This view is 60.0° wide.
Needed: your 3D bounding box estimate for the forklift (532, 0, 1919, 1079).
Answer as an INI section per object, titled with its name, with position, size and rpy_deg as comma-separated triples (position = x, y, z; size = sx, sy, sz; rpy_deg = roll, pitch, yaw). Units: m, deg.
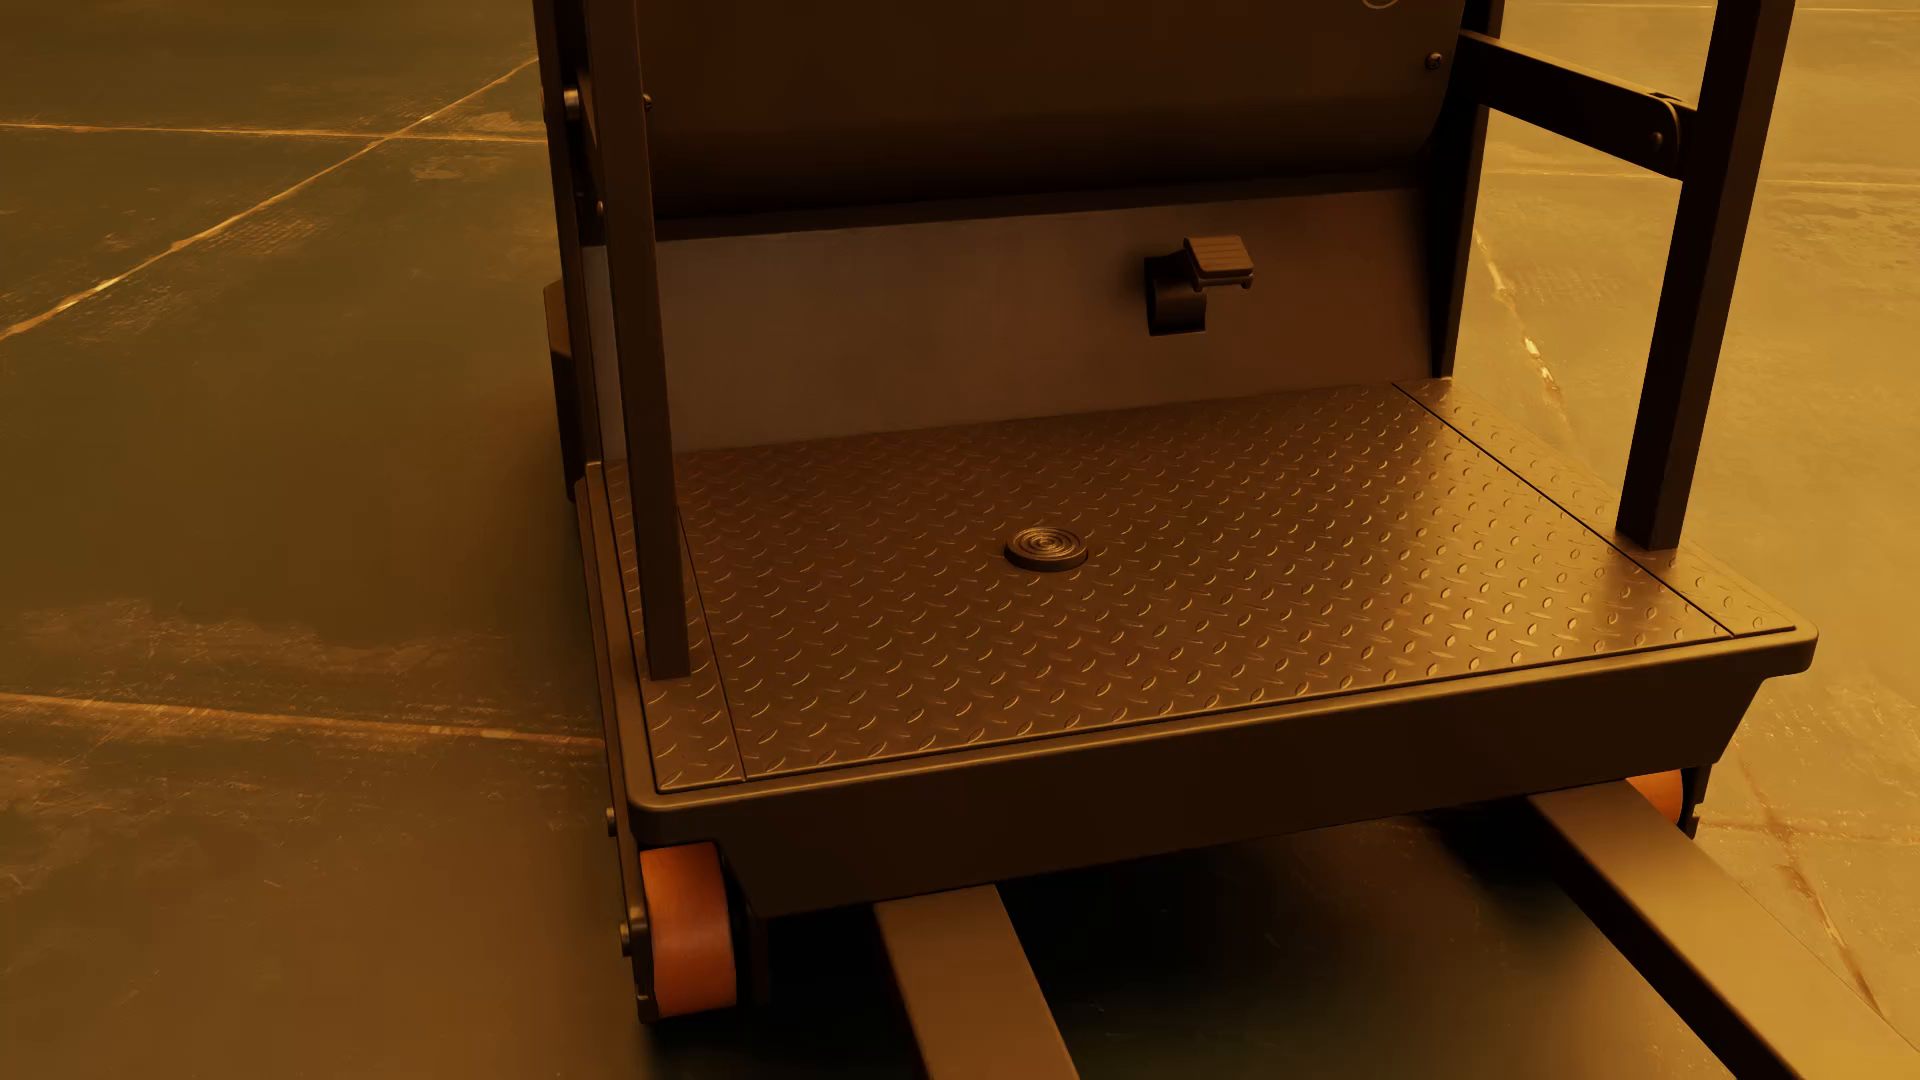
[forklift]
position = 0.153, -1.049, 1.319
size = 1.130, 2.935, 3.031
rpy_deg = -7, 27, -13
